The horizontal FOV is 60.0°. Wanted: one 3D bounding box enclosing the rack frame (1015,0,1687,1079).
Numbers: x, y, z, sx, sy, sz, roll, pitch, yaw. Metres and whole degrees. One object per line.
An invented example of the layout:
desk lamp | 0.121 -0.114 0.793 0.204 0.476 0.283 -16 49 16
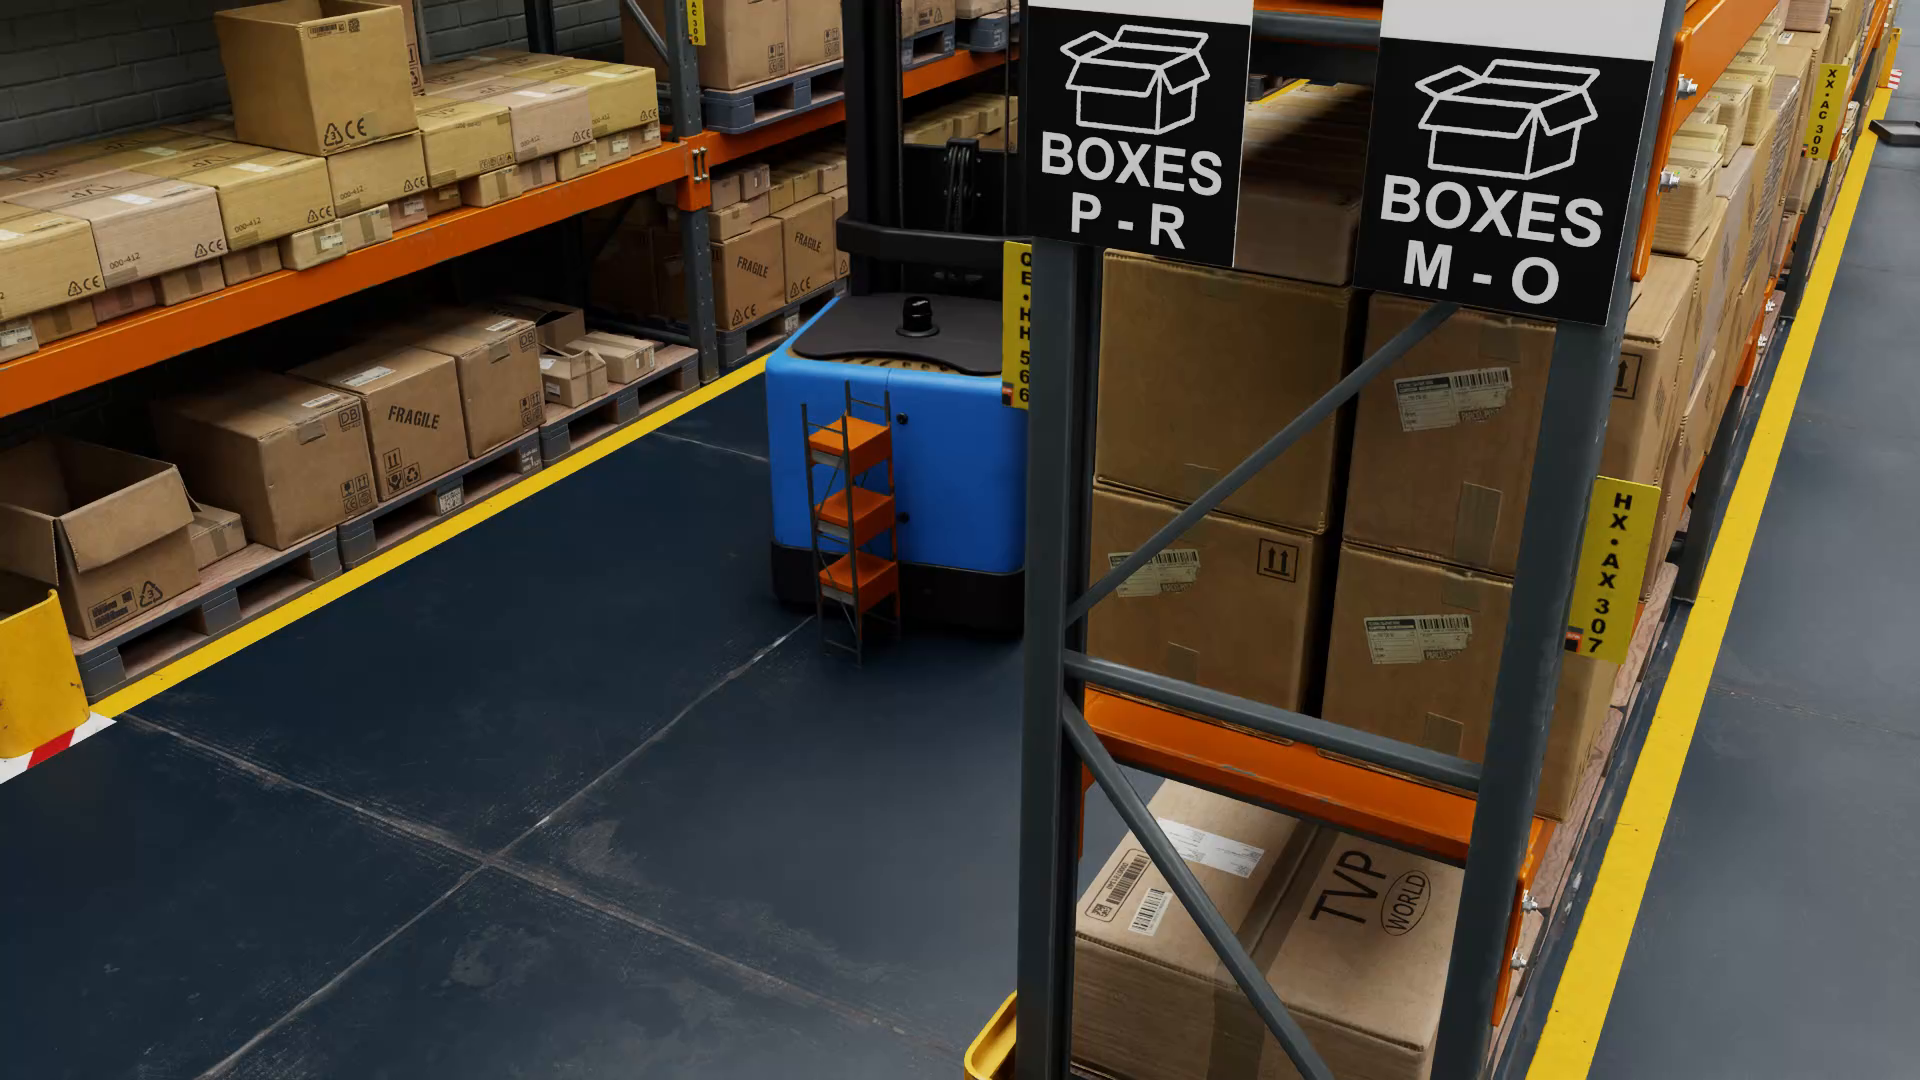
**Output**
rack frame | 0.588 0.350 3.200 0.949 2.616 0.053 14 30 26

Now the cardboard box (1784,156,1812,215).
cardboard box | 3.021 -1.474 6.453 0.500 0.250 0.500 13 30 25

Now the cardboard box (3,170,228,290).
cardboard box | -3.026 -1.121 5.974 0.500 0.250 0.500 15 30 27

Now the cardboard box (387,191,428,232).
cardboard box | -2.476 -1.410 6.997 0.380 0.149 0.250 14 30 26

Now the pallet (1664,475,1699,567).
pallet | 2.873 -0.279 7.571 1.003 0.211 1.213 14 30 26

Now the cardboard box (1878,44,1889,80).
cardboard box | 8.287 -4.460 15.410 0.500 0.250 0.500 14 30 26

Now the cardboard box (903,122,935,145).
cardboard box | -0.386 -2.574 10.640 0.380 0.149 0.250 14 30 25

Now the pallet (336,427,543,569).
pallet | -2.702 -0.308 7.630 1.003 0.211 1.213 14 30 26

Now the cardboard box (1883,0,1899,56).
cardboard box | 8.042 -4.605 14.863 0.500 0.500 0.500 15 30 28

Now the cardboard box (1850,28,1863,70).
cardboard box | 4.510 -2.679 8.860 0.500 0.250 0.500 14 30 26

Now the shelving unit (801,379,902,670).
shelving unit | -0.393 -0.047 6.160 0.215 1.050 0.252 18 34 31

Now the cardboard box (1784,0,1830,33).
cardboard box | 2.685 -1.800 5.542 0.380 0.149 0.250 14 30 25

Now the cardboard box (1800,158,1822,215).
cardboard box | 3.525 -1.653 7.368 0.500 0.250 0.500 14 30 26

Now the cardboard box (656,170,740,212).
cardboard box | -1.409 -1.888 8.936 0.380 0.149 0.250 14 30 25

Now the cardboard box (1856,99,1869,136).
cardboard box | 7.020 -3.455 13.403 0.500 0.250 0.500 13 29 24

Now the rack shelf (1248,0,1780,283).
rack shelf | 1.575 -1.449 4.245 1.077 0.370 4.000 14 30 26

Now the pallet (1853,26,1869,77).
pallet | 4.785 -2.983 10.072 1.213 0.211 1.003 14 30 26

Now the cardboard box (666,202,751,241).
cardboard box | -1.356 -1.741 8.976 0.380 0.149 0.250 16 31 28

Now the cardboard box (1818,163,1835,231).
cardboard box | 5.170 -2.287 10.935 0.950 0.372 0.625 14 30 25

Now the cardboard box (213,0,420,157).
cardboard box | -2.537 -1.844 6.581 0.500 0.500 0.500 15 30 27

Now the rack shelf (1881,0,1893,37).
rack shelf | 7.479 -4.784 14.259 1.077 0.370 4.000 14 30 26

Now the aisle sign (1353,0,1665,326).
aisle sign | 0.808 -0.720 2.433 0.394 0.787 0.004 14 30 26

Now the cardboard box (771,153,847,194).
cardboard box | -0.892 -2.168 9.828 0.380 0.149 0.250 14 30 26

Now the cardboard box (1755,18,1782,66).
cardboard box | 2.129 -1.418 4.779 0.380 0.149 0.250 14 30 26

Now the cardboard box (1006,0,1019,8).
cardboard box | 0.214 -3.594 10.890 0.380 0.149 0.250 15 30 27

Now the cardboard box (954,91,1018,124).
cardboard box | 0.181 -2.971 11.432 0.380 0.149 0.250 13 29 24

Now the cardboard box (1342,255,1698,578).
cardboard box | 1.075 -0.266 3.201 0.500 0.500 0.500 13 30 25

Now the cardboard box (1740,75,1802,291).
cardboard box | 2.068 -1.059 4.786 0.500 0.500 0.500 15 30 27

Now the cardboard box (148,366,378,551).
cardboard box | -2.894 -0.353 6.928 0.700 0.500 0.500 16 31 28

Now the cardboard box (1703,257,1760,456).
cardboard box | 2.071 -0.615 5.016 0.500 0.500 0.500 14 30 25

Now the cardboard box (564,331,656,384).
cardboard box | -1.783 -0.931 8.475 0.380 0.149 0.250 13 29 25

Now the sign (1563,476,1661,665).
sign | 1.072 0.053 2.738 0.100 0.325 0.005 14 30 26

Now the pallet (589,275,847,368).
pallet | -1.397 -1.378 9.768 1.003 0.211 1.213 14 30 26

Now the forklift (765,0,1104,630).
forklift | 0.139 -1.605 7.182 1.130 2.935 3.031 7 27 14

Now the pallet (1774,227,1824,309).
pallet | 4.913 -1.824 10.659 1.003 0.211 1.213 14 30 26

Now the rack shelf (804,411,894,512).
rack shelf | -0.400 -0.287 6.028 0.215 0.259 0.240 18 34 31

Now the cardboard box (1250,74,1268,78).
cardboard box | 2.697 -4.492 15.474 0.500 0.250 0.500 15 30 27

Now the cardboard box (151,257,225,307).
cardboard box | -2.970 -1.001 6.179 0.380 0.149 0.250 15 30 28

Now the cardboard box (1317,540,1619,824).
cardboard box | 1.077 0.182 3.424 0.500 0.500 0.500 14 30 26

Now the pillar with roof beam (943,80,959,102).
pillar with roof beam | 3.808 -6.300 9.782 9.100 9.000 0.400 14 30 26

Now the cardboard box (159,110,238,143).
cardboard box | -2.977 -1.641 7.013 0.500 0.250 0.500 14 30 26

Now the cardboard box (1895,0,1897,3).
cardboard box | 7.916 -4.742 14.411 0.380 0.149 0.250 16 31 28

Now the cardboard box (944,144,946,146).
cardboard box | -0.328 -2.319 10.856 0.500 0.500 0.500 16 31 28

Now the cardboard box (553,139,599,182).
cardboard box | -1.917 -1.795 7.765 0.380 0.149 0.250 15 30 27

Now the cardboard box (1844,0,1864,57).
cardboard box | 4.005 -2.606 7.876 0.500 0.500 0.500 14 30 26

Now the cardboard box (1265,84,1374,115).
cardboard box | 0.911 -0.928 3.799 0.380 0.149 0.250 15 30 27

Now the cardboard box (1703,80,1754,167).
cardboard box | 1.658 -1.011 3.965 0.380 0.149 0.250 14 30 27

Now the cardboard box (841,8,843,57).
cardboard box | -0.747 -2.885 9.342 0.396 0.266 0.258 16 31 29

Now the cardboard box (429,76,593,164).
cardboard box | -2.036 -1.915 7.560 0.500 0.250 0.500 14 30 26

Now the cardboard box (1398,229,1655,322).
cardboard box | 1.007 -0.509 2.962 0.380 0.149 0.250 15 30 27

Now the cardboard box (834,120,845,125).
cardboard box | -0.832 -2.674 10.840 0.380 0.149 0.250 14 30 25

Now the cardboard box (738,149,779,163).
cardboard box | -1.312 -2.268 10.029 0.380 0.149 0.250 15 30 27
